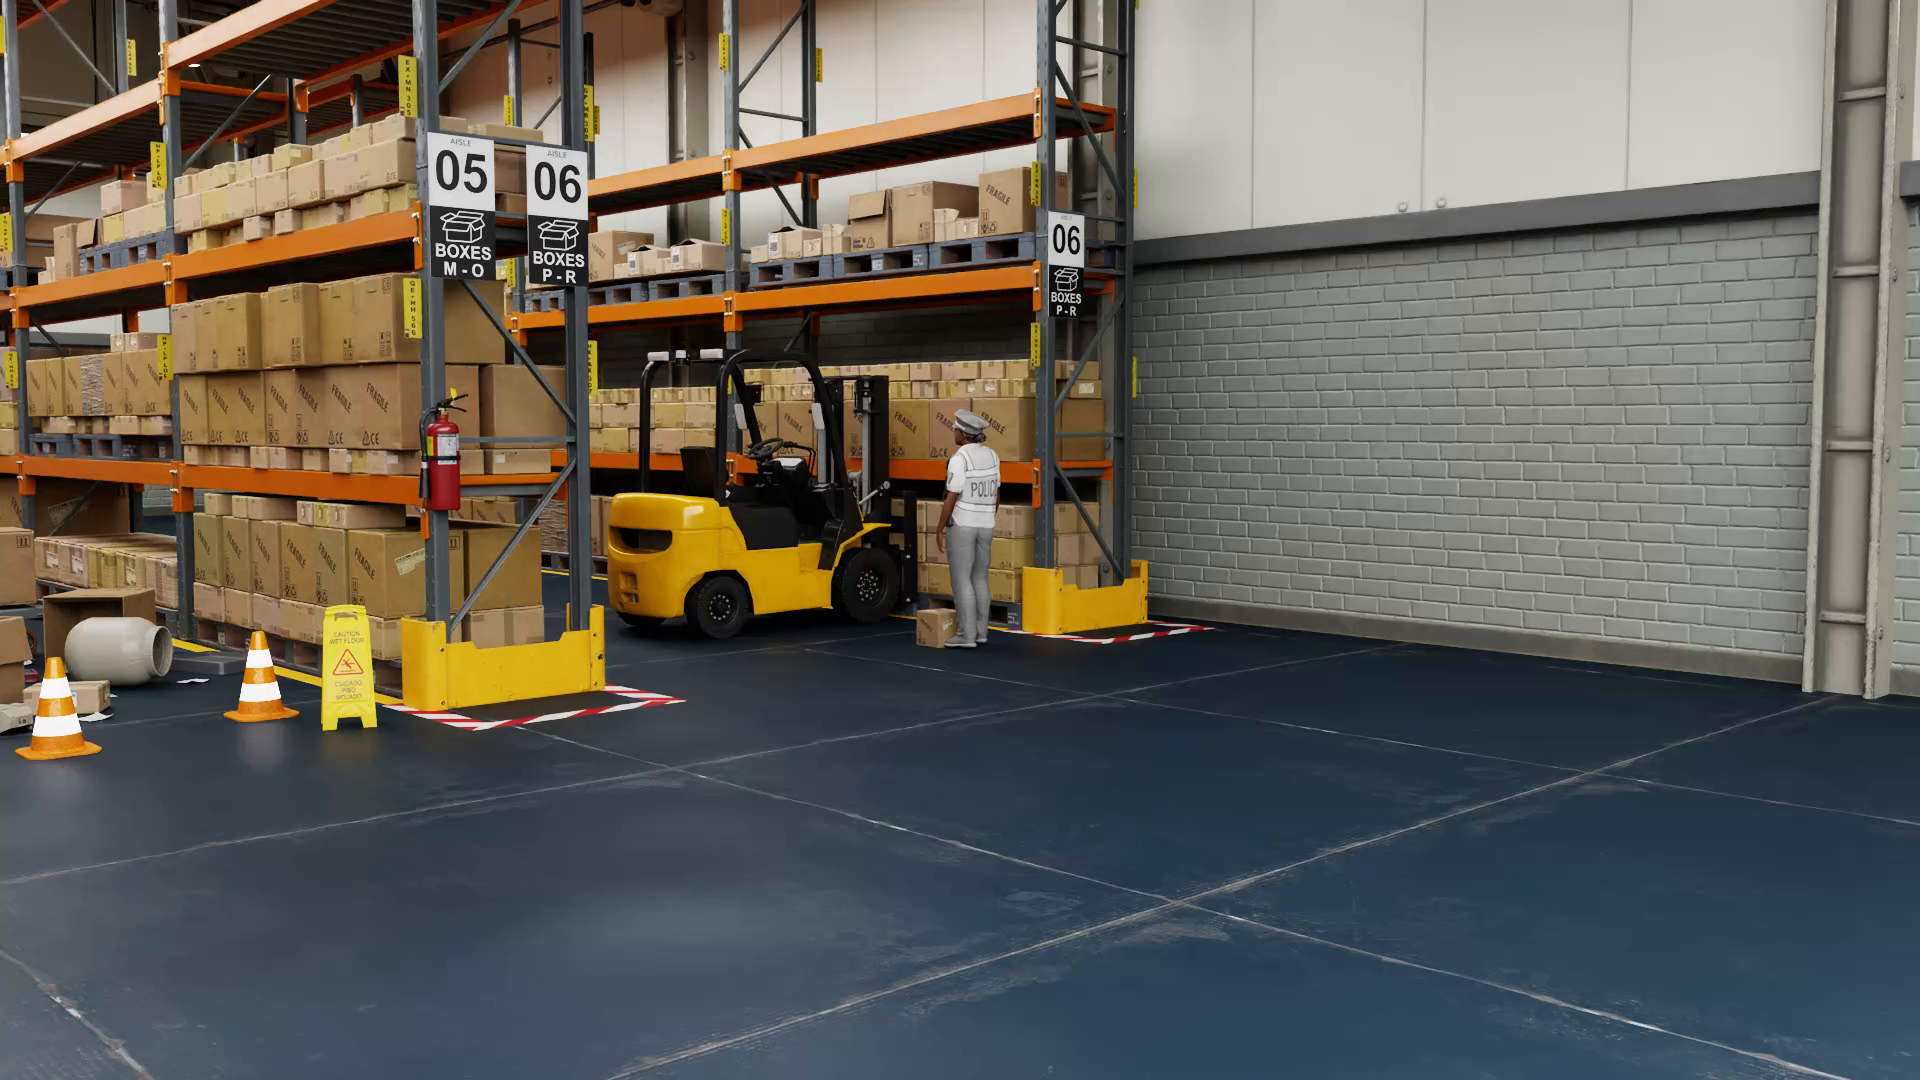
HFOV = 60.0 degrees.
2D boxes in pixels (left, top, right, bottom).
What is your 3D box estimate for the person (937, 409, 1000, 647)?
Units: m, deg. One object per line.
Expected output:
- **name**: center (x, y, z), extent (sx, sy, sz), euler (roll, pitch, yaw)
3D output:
- **person**: center (0.026, -0.083, 11.847), extent (0.569, 1.696, 0.528), euler (-4, 6, -44)
